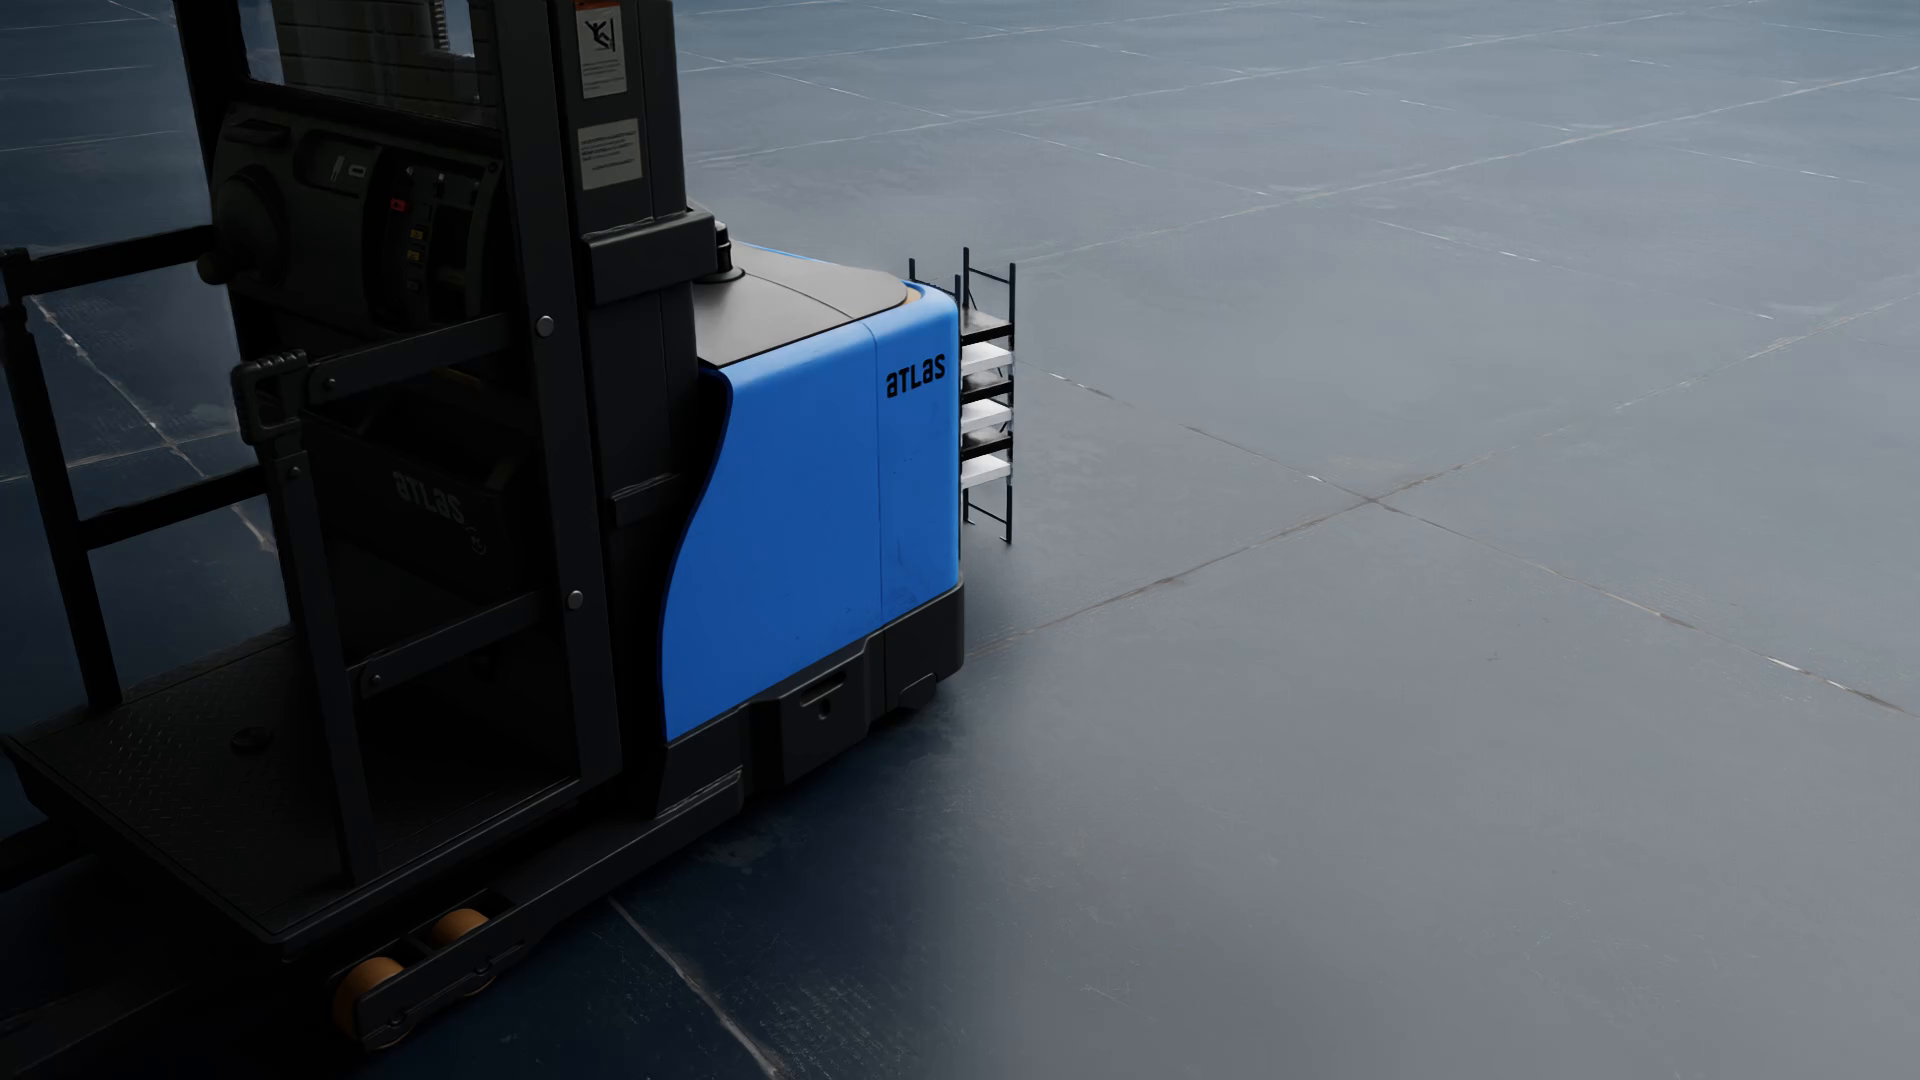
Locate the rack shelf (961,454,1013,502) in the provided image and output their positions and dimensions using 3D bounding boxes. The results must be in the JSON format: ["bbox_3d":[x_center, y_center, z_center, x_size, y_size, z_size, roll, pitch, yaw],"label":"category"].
[{"bbox_3d":[0.006,-0.217,5.155,0.200,0.077,0.258,-18,31,-34],"label":"rack shelf"}]

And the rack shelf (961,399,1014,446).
[{"bbox_3d":[0.006,-0.380,5.079,0.200,0.077,0.258,-18,31,-34],"label":"rack shelf"}]

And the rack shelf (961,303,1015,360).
[{"bbox_3d":[0.006,-0.625,4.965,0.200,0.077,0.258,-18,31,-34],"label":"rack shelf"}]

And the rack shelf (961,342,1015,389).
[{"bbox_3d":[0.006,-0.543,5.003,0.200,0.077,0.258,-18,31,-34],"label":"rack shelf"}]

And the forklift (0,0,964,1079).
[{"bbox_3d":[-1.312,-0.600,3.062,1.130,2.935,3.031,19,31,35],"label":"forklift"}]

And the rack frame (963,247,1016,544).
[{"bbox_3d":[0.086,-0.437,5.122,0.006,0.900,0.240,-18,31,-34],"label":"rack frame"}]

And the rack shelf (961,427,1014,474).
[{"bbox_3d":[0.006,-0.298,5.117,0.200,0.077,0.258,-18,31,-34],"label":"rack shelf"}]

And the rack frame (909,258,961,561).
[{"bbox_3d":[-0.074,-0.384,5.008,0.006,0.900,0.240,-18,31,-34],"label":"rack frame"}]

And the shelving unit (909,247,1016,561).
[{"bbox_3d":[0.006,-0.410,5.065,0.210,0.900,0.258,-18,31,-34],"label":"shelving unit"}]

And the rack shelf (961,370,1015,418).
[{"bbox_3d":[0.006,-0.462,5.041,0.200,0.077,0.258,-18,31,-34],"label":"rack shelf"}]
